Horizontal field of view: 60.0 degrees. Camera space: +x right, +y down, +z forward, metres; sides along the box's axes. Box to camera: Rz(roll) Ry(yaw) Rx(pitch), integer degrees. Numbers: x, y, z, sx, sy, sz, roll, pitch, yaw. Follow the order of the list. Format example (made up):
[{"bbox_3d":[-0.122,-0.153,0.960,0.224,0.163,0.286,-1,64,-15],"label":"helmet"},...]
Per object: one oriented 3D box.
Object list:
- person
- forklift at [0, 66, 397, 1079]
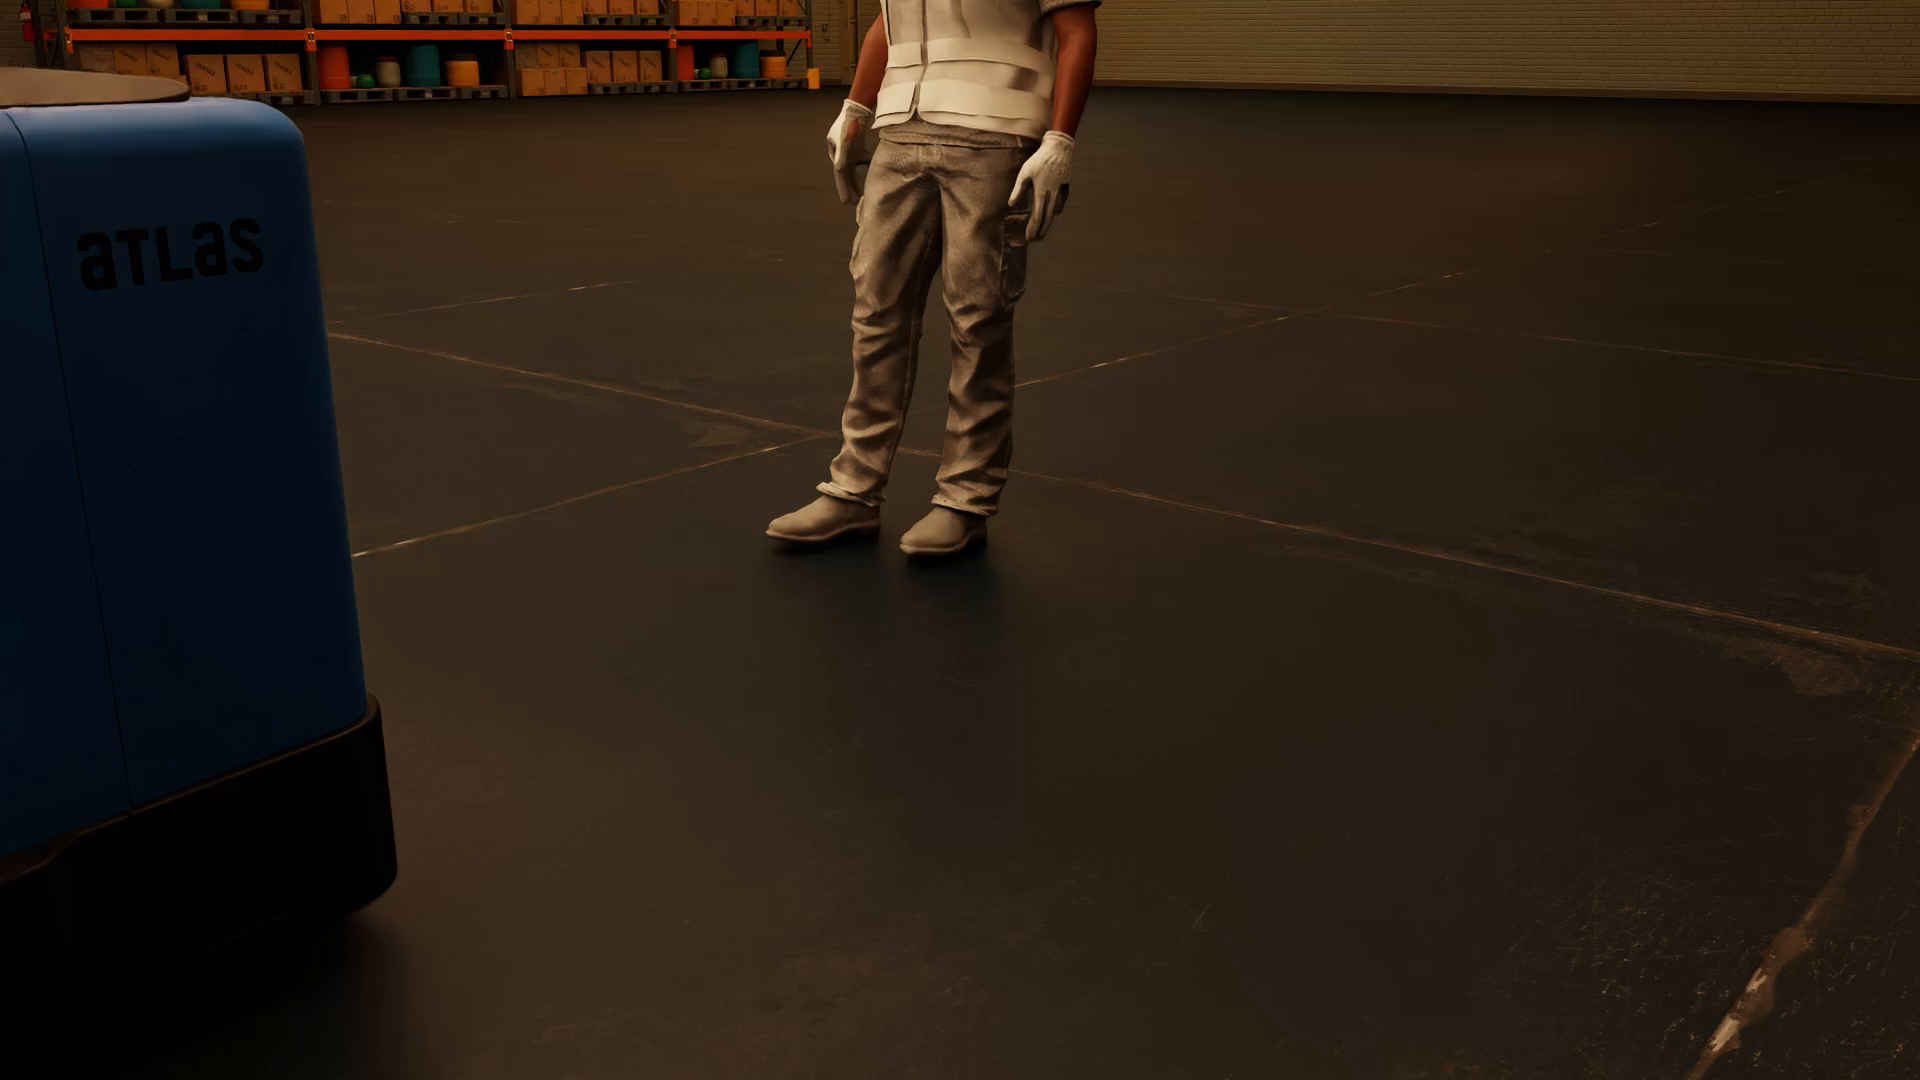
[{"bbox_3d":[-0.053,-0.846,3.632,0.657,1.785,0.575,13,21,37],"label":"person"},{"bbox_3d":[-2.012,-0.617,0.928,1.130,2.935,3.031,12,20,34],"label":"forklift"}]
